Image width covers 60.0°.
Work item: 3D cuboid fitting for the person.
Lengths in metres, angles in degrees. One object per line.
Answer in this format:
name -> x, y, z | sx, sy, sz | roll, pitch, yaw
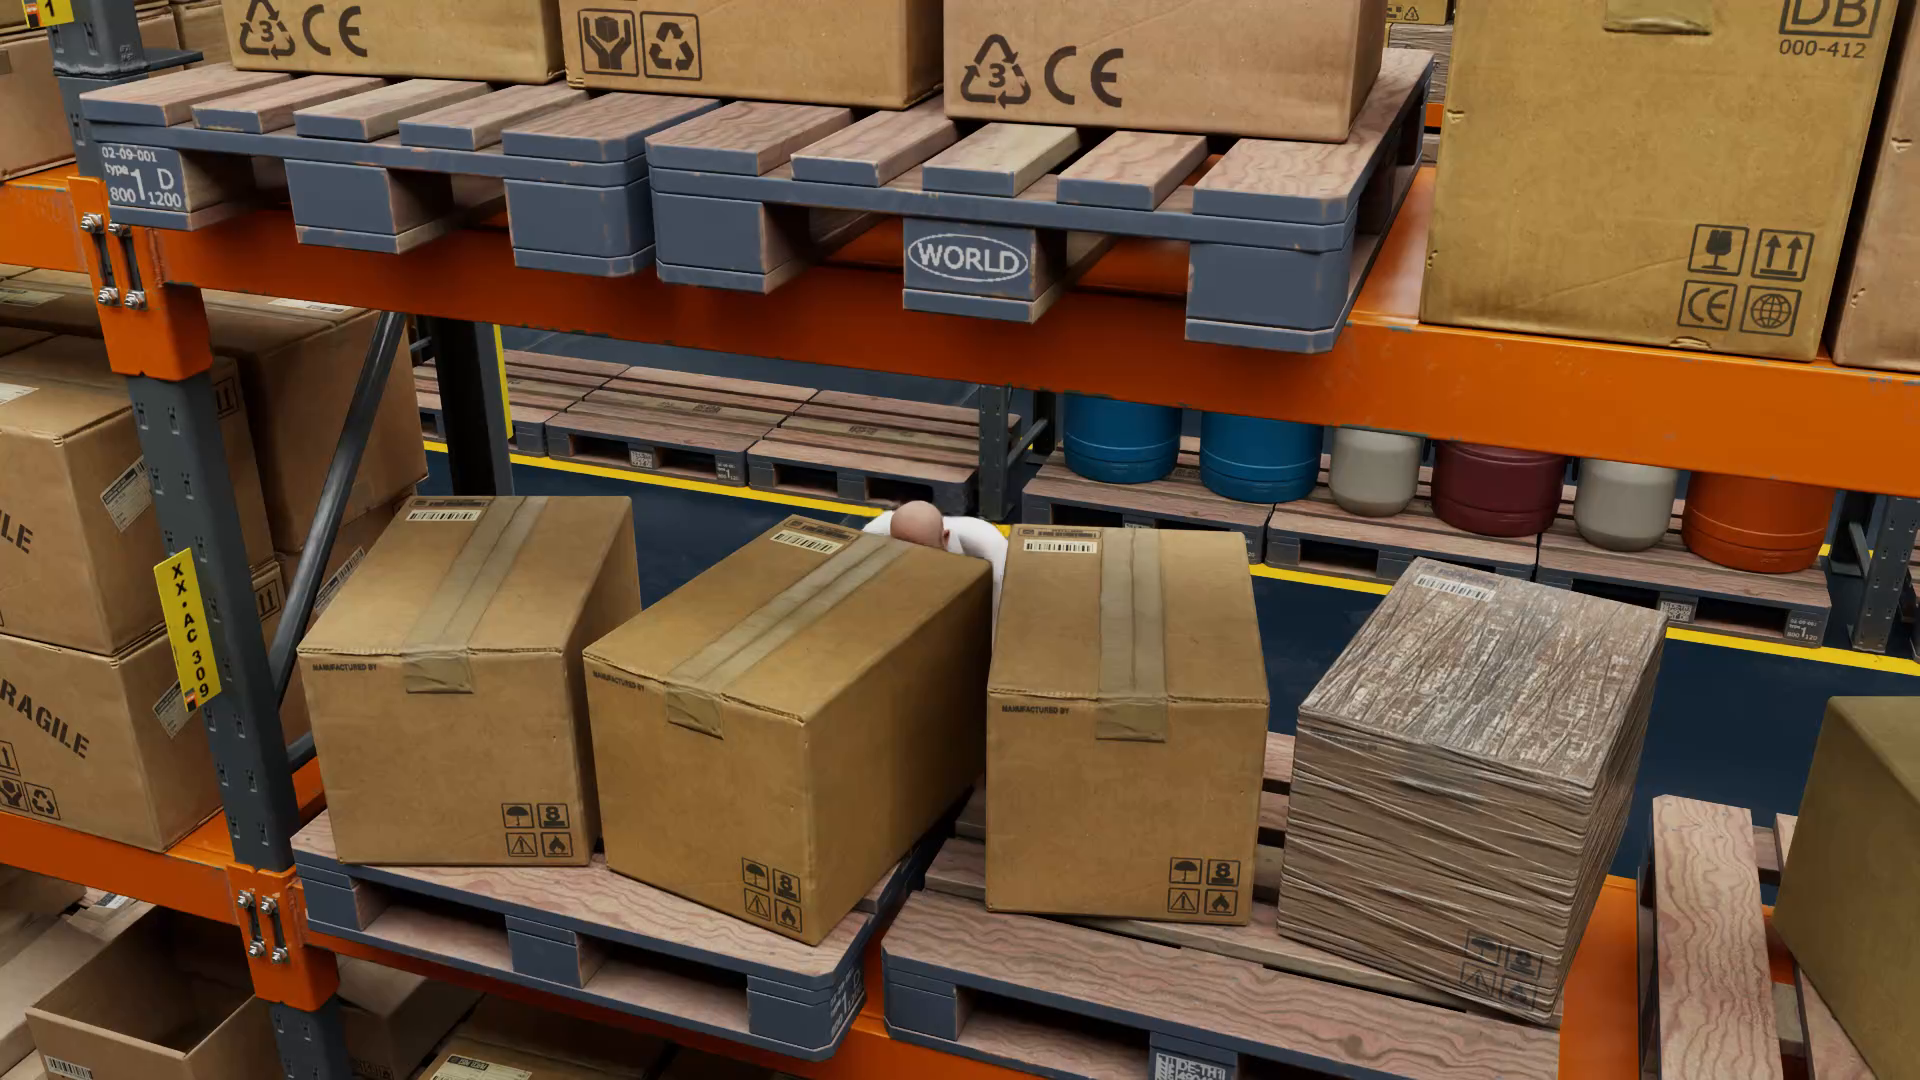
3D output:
person -> -0.059, 0.392, 5.803 | 0.631, 1.352, 0.750 | 9, 27, 18
